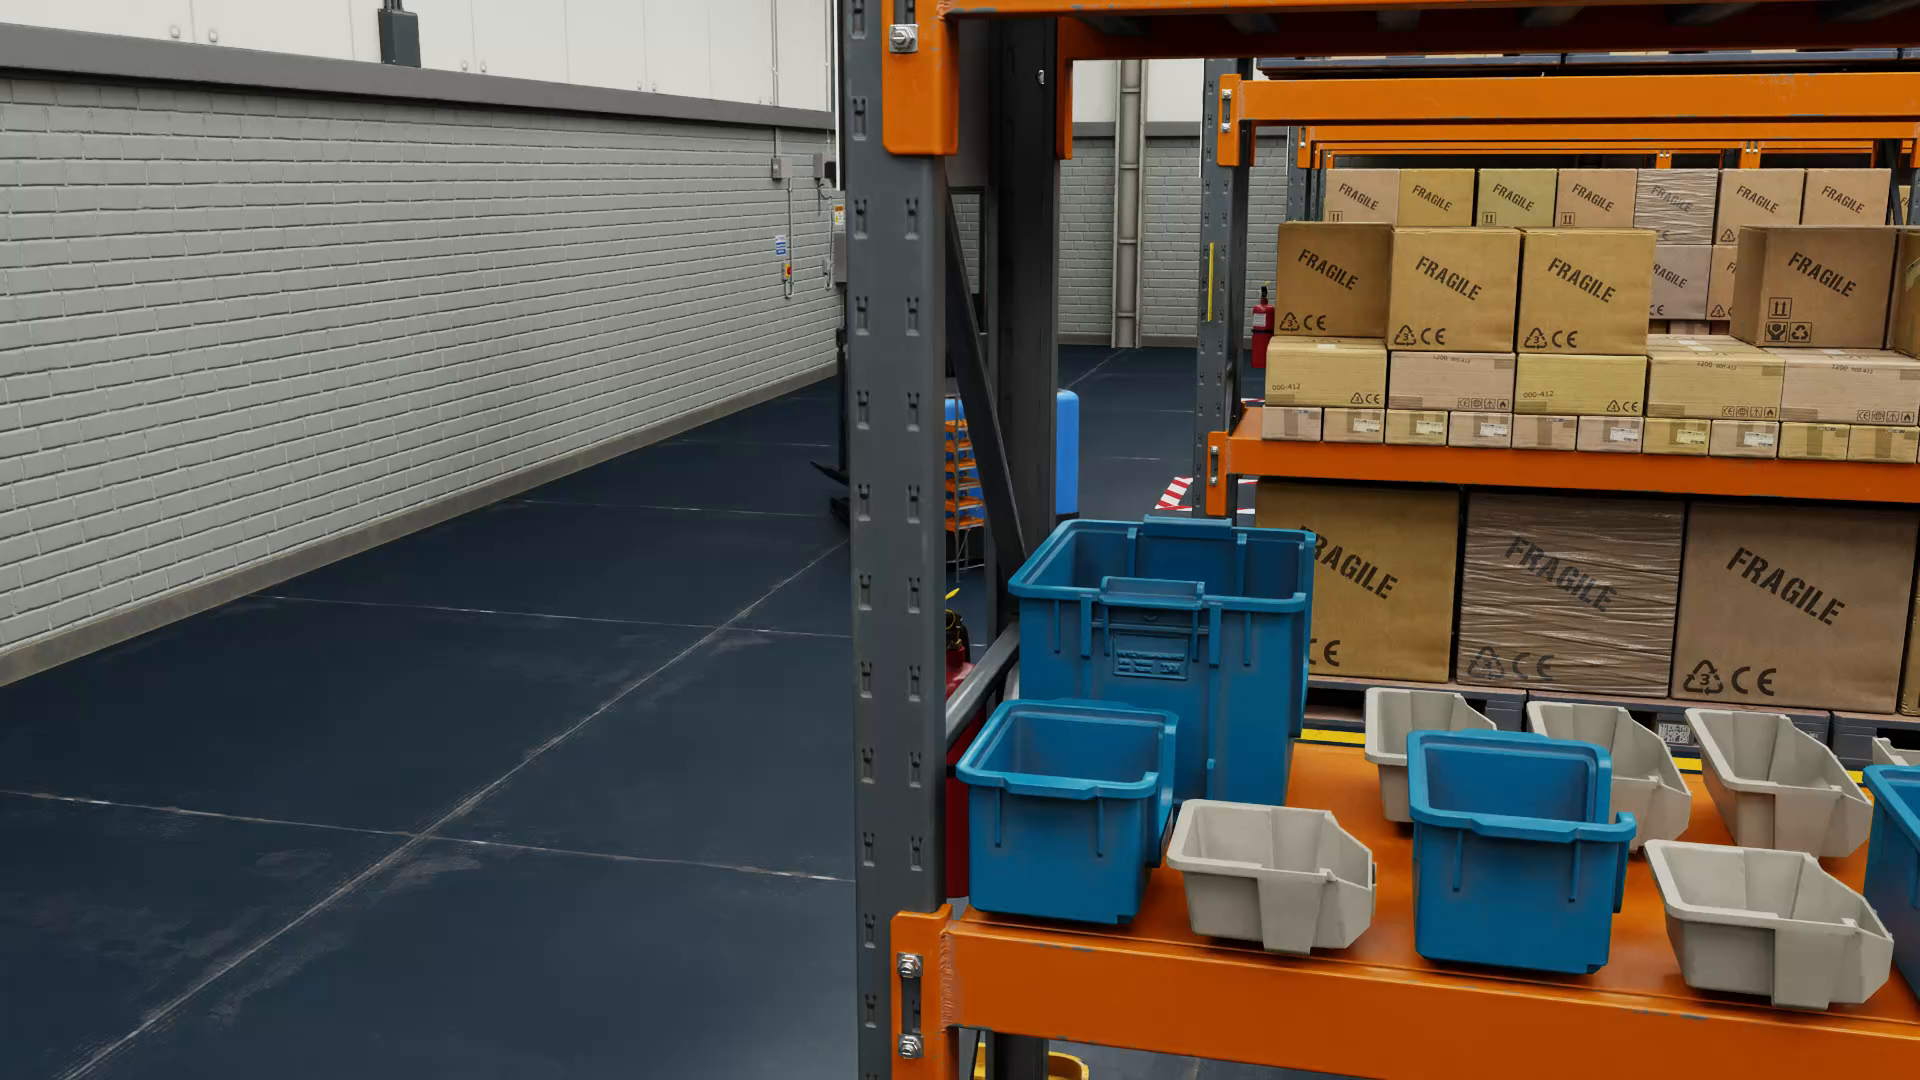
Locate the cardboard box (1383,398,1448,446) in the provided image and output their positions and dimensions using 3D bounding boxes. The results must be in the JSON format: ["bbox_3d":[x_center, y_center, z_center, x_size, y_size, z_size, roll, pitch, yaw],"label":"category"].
[{"bbox_3d":[1.967,-0.512,7.198,0.250,0.149,0.380,3,13,12],"label":"cardboard box"}]

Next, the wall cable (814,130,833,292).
[{"bbox_3d":[-1.574,-3.916,19.611,0.122,1.984,0.588,3,13,14],"label":"wall cable"}]

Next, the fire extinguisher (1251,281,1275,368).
[{"bbox_3d":[2.356,-1.677,12.907,0.183,0.674,0.296,3,13,14],"label":"fire extinguisher"}]

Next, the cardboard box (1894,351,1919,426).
[{"bbox_3d":[4.092,-0.608,6.706,0.500,0.250,0.500,3,13,15],"label":"cardboard box"}]

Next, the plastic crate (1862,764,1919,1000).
[{"bbox_3d":[1.456,0.495,2.324,0.300,0.233,0.416,3,13,14],"label":"plastic crate"}]

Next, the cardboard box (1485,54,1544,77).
[{"bbox_3d":[3.848,-3.289,11.400,0.500,0.250,0.500,3,13,14],"label":"cardboard box"}]

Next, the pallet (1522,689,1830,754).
[{"bbox_3d":[3.179,0.701,7.586,1.213,0.211,1.003,3,13,14],"label":"pallet"}]

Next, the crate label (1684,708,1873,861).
[{"bbox_3d":[1.406,0.424,2.870,0.243,0.136,0.396,3,13,14],"label":"crate label"}]

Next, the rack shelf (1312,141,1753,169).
[{"bbox_3d":[5.519,-3.842,16.363,4.000,0.370,1.077,3,13,14],"label":"rack shelf"}]

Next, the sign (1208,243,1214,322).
[{"bbox_3d":[1.064,-1.094,7.058,0.005,0.325,0.100,3,13,14],"label":"sign"}]

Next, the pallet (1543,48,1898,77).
[{"bbox_3d":[3.114,-2.071,6.922,1.213,0.211,1.003,3,13,14],"label":"pallet"}]

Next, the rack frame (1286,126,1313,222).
[{"bbox_3d":[2.490,-1.787,12.362,0.127,3.000,1.000,3,13,14],"label":"rack frame"}]

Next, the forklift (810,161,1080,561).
[{"bbox_3d":[-0.274,-1.563,11.512,1.130,2.935,3.031,-5,14,-22],"label":"forklift"}]

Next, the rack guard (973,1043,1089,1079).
[{"bbox_3d":[-0.010,1.514,3.254,0.348,0.500,1.175,3,13,14],"label":"rack guard"}]

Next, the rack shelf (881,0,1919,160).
[{"bbox_3d":[1.958,-0.717,2.275,4.000,0.370,1.077,3,13,14],"label":"rack shelf"}]

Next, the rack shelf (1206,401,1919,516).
[{"bbox_3d":[3.145,-0.294,7.295,4.000,0.370,1.077,3,13,14],"label":"rack shelf"}]

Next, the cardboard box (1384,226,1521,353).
[{"bbox_3d":[2.090,-1.080,7.102,0.500,0.500,0.500,3,13,12],"label":"cardboard box"}]

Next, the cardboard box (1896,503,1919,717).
[{"bbox_3d":[4.465,0.240,7.164,0.875,0.875,0.875,3,13,14],"label":"cardboard box"}]

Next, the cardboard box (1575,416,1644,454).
[{"bbox_3d":[2.718,-0.472,7.018,0.250,0.149,0.380,3,13,13],"label":"cardboard box"}]

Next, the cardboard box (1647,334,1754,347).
[{"bbox_3d":[3.230,-0.773,7.451,0.500,0.250,0.500,3,13,14],"label":"cardboard box"}]

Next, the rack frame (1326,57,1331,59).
[{"bbox_3d":[4.763,-6.806,21.133,0.127,3.000,1.000,3,13,14],"label":"rack frame"}]

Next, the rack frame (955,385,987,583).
[{"bbox_3d":[0.069,-0.341,9.999,0.240,1.200,0.006,-10,16,-37],"label":"rack frame"}]

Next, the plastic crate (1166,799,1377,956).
[{"bbox_3d":[0.469,0.508,2.489,0.298,0.136,0.250,3,13,14],"label":"plastic crate"}]

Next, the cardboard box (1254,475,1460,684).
[{"bbox_3d":[1.844,0.100,7.795,0.875,0.875,0.875,3,13,14],"label":"cardboard box"}]

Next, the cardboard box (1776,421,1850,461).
[{"bbox_3d":[3.464,-0.432,6.837,0.250,0.149,0.380,3,13,13],"label":"cardboard box"}]

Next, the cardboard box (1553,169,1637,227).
[{"bbox_3d":[4.349,-2.308,11.484,0.500,0.500,0.500,3,13,12],"label":"cardboard box"}]

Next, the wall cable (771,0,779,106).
[{"bbox_3d":[-2.012,-5.998,17.491,0.029,3.000,0.463,3,13,14],"label":"wall cable"}]

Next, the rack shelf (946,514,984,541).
[{"bbox_3d":[0.012,-0.079,10.131,0.258,0.103,0.180,-10,16,-37],"label":"rack shelf"}]

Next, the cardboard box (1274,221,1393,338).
[{"bbox_3d":[1.739,-1.217,7.723,0.500,0.500,0.500,3,13,14],"label":"cardboard box"}]

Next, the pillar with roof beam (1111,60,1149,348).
[{"bbox_3d":[1.330,-6.230,18.538,0.400,9.000,9.100,3,13,14],"label":"pillar with roof beam"}]

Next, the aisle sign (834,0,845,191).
[{"bbox_3d":[-0.125,-0.918,2.444,0.004,0.787,0.394,3,13,14],"label":"aisle sign"}]

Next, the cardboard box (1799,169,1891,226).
[{"bbox_3d":[5.852,-2.229,11.129,0.500,0.500,0.500,3,13,12],"label":"cardboard box"}]

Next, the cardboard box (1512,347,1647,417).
[{"bbox_3d":[2.598,-0.687,7.064,0.500,0.250,0.500,3,13,12],"label":"cardboard box"}]

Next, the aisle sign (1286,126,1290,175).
[{"bbox_3d":[2.347,-2.997,11.813,0.004,0.787,0.394,3,13,14],"label":"aisle sign"}]

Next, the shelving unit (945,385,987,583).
[{"bbox_3d":[0.012,-0.357,10.069,0.258,1.200,0.189,-10,16,-37],"label":"shelving unit"}]

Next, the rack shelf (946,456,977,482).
[{"bbox_3d":[0.011,-0.430,10.053,0.258,0.103,0.180,-10,16,-37],"label":"rack shelf"}]

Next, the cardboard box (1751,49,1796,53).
[{"bbox_3d":[5.362,-3.214,11.063,0.500,0.250,0.500,3,13,11],"label":"cardboard box"}]

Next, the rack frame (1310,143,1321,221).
[{"bbox_3d":[3.578,-2.833,17.078,0.127,3.000,1.000,3,13,14],"label":"rack frame"}]

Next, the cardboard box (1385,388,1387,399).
[{"bbox_3d":[2.125,-0.651,7.821,0.250,0.149,0.380,3,13,14],"label":"cardboard box"}]

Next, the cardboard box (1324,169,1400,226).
[{"bbox_3d":[2.862,-2.390,11.854,0.500,0.500,0.500,3,13,13],"label":"cardboard box"}]

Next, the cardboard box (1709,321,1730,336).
[{"bbox_3d":[5.285,-1.467,11.500,0.250,0.149,0.380,3,13,12],"label":"cardboard box"}]
